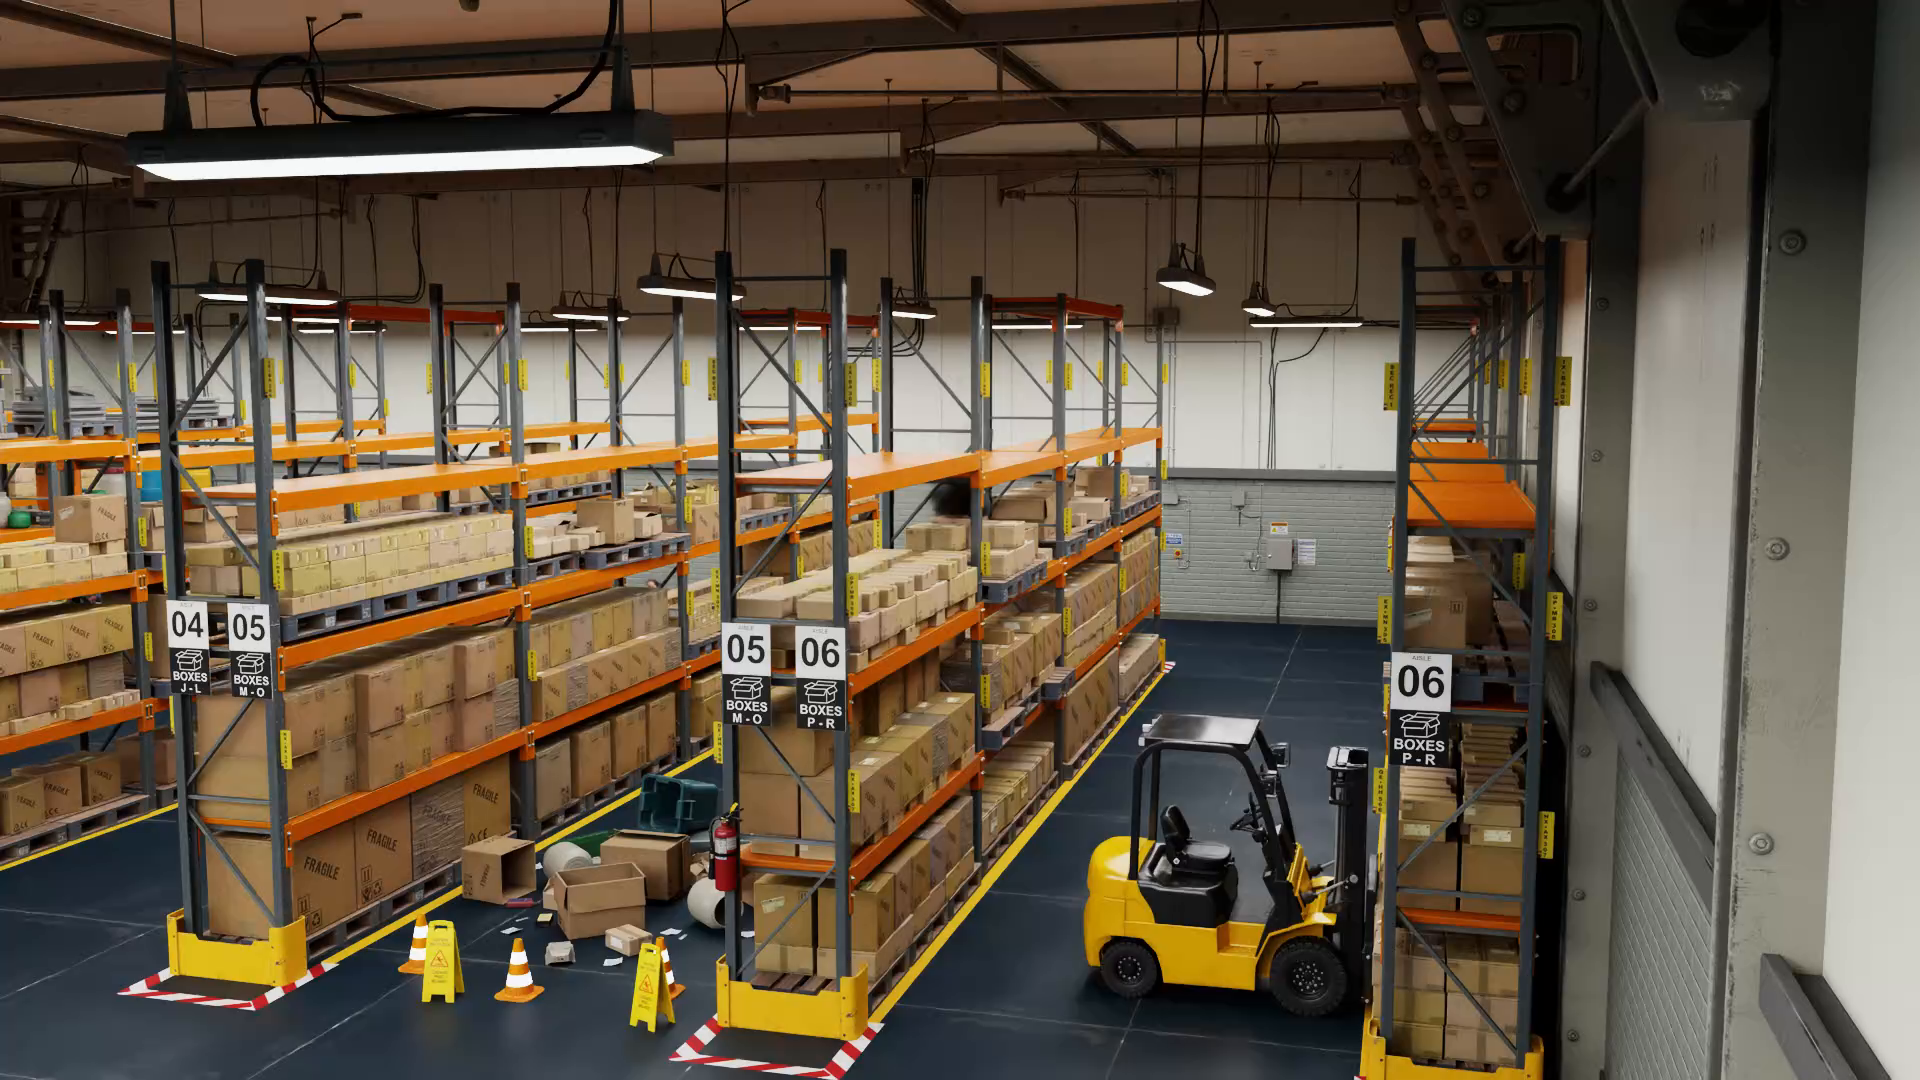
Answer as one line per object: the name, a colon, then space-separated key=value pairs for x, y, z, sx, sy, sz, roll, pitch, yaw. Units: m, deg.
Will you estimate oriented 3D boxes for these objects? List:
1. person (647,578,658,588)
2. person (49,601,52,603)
person: x=-4.996 y=1.476 z=27.106 sx=0.543 sy=1.709 sz=0.801 roll=1 pitch=6 yaw=6
person: x=-15.013 y=1.451 z=27.151 sx=0.601 sy=1.667 sz=0.933 roll=1 pitch=6 yaw=9
